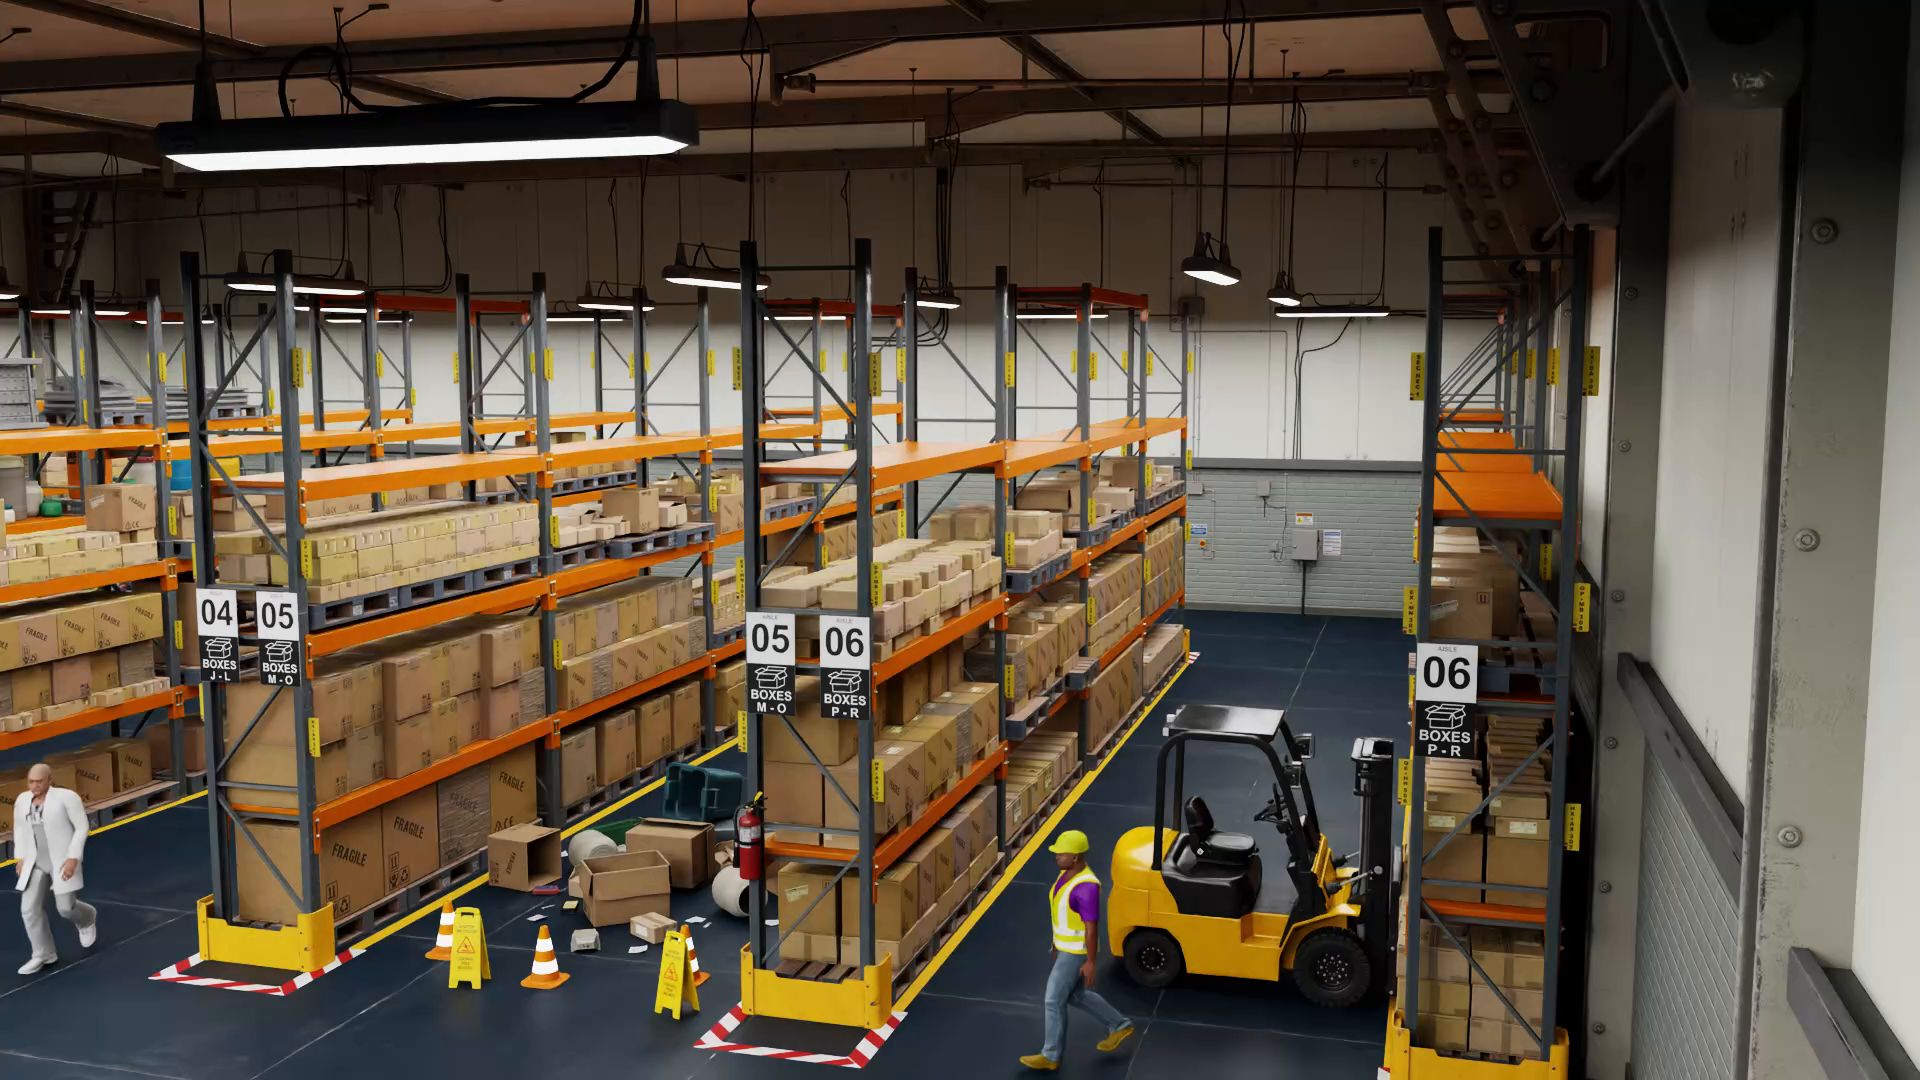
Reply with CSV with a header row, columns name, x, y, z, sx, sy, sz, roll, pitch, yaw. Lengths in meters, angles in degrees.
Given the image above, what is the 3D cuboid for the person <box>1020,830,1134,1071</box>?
name,x,y,z,sx,sy,sz,roll,pitch,yaw
person,0.857,2.961,12.082,0.884,1.751,0.609,-1,6,-6

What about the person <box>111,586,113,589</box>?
name,x,y,z,sx,sy,sz,roll,pitch,yaw
person,-14.919,1.086,29.091,0.488,1.632,0.871,2,7,13

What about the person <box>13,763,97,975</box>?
name,x,y,z,sx,sy,sz,roll,pitch,yaw
person,-7.693,2.725,14.147,0.665,1.759,0.768,0,6,0
